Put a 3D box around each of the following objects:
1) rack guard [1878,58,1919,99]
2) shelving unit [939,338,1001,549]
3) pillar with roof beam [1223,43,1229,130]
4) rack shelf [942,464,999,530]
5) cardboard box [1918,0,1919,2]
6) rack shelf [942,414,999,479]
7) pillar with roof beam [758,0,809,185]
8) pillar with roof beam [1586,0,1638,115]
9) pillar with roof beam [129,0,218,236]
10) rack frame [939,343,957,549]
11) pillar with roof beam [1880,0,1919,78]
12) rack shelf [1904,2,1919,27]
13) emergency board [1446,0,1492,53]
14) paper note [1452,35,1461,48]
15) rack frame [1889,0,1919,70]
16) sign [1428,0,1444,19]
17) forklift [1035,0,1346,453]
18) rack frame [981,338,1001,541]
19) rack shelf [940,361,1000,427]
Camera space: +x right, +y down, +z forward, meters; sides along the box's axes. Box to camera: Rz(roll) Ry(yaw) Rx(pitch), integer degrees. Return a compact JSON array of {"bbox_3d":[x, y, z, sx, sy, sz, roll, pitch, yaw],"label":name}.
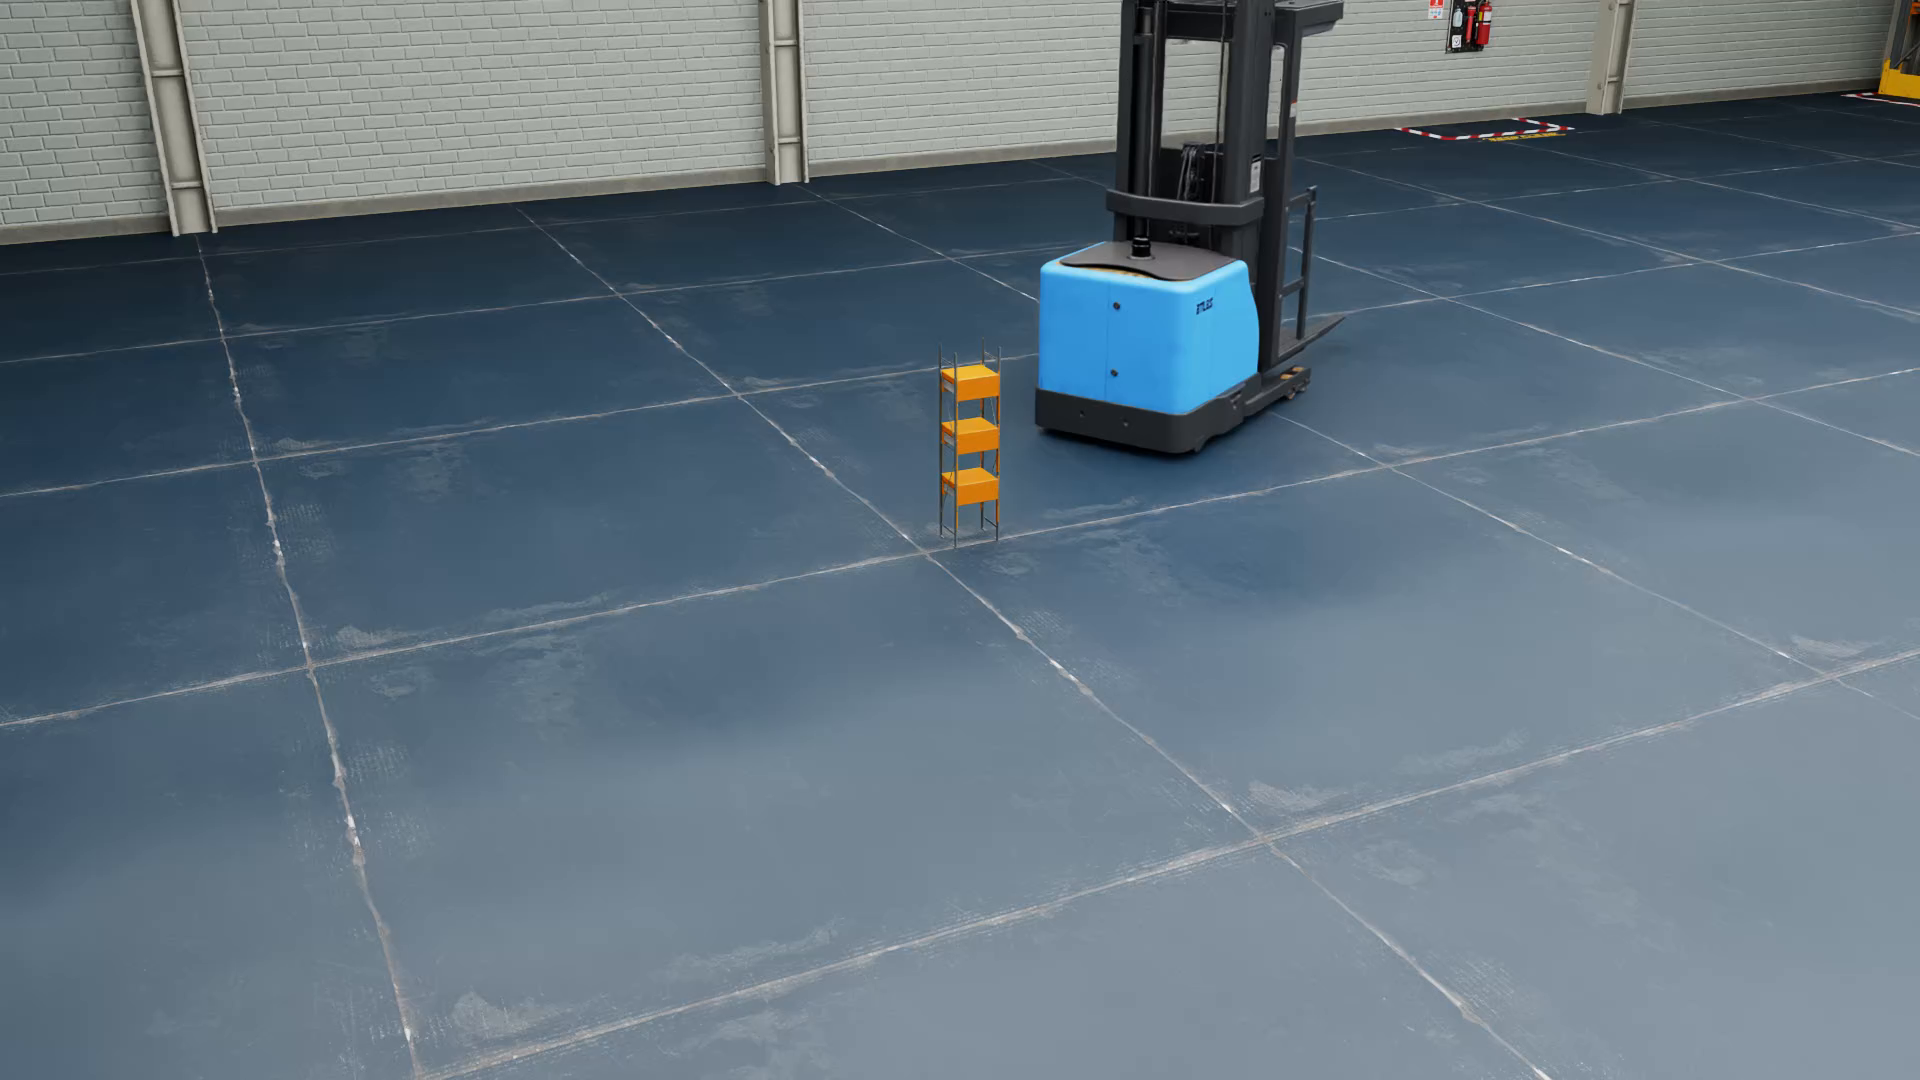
[{"bbox_3d":[14.137,-6.755,24.416,0.348,0.500,1.175,-10,25,-24],"label":"rack guard"},{"bbox_3d":[0.048,-0.494,8.571,0.252,1.050,0.215,-10,25,-24],"label":"shelving unit"},{"bbox_3d":[5.379,-7.610,15.368,0.400,9.000,9.100,-10,25,-24],"label":"pillar with roof beam"},{"bbox_3d":[0.048,-0.227,8.681,0.240,0.259,0.215,-10,25,-24],"label":"rack shelf"},{"bbox_3d":[14.406,-7.982,24.281,0.500,0.250,0.500,-10,25,-23],"label":"cardboard box"},{"bbox_3d":[0.048,-0.484,8.575,0.240,0.259,0.215,-10,25,-24],"label":"rack shelf"},{"bbox_3d":[-0.028,-6.614,12.963,0.400,9.000,9.100,-10,25,-24],"label":"pillar with roof beam"},{"bbox_3d":[10.785,-8.605,17.772,0.400,9.000,9.100,-10,25,-24],"label":"pillar with roof beam"},{"bbox_3d":[-5.434,-5.619,10.559,0.400,9.000,9.100,-10,25,-24],"label":"pillar with roof beam"},{"bbox_3d":[-0.062,-0.474,8.522,0.008,1.050,0.200,-10,25,-24],"label":"rack frame"},{"bbox_3d":[16.191,-9.600,20.176,0.400,9.000,9.100,-10,25,-24],"label":"pillar with roof beam"},{"bbox_3d":[15.871,-7.897,24.846,4.000,0.370,1.077,-10,25,-24],"label":"rack shelf"},{"bbox_3d":[6.675,-6.920,21.545,0.643,1.169,0.194,-10,25,-24],"label":"emergency board"},{"bbox_3d":[6.485,-6.507,21.700,0.142,0.148,0.016,-10,25,-24],"label":"paper note"},{"bbox_3d":[14.069,-7.898,23.907,0.127,3.000,1.000,-10,25,-24],"label":"rack frame"},{"bbox_3d":[6.132,-6.880,21.402,0.234,0.329,0.001,-10,25,-24],"label":"sign"},{"bbox_3d":[1.698,-2.375,10.656,1.130,2.935,3.031,14,26,31],"label":"forklift"},{"bbox_3d":[0.158,-0.514,8.620,0.008,1.050,0.200,-10,25,-24],"label":"rack frame"},{"bbox_3d":[0.048,-0.746,8.466,0.240,0.259,0.215,-10,25,-24],"label":"rack shelf"}]
